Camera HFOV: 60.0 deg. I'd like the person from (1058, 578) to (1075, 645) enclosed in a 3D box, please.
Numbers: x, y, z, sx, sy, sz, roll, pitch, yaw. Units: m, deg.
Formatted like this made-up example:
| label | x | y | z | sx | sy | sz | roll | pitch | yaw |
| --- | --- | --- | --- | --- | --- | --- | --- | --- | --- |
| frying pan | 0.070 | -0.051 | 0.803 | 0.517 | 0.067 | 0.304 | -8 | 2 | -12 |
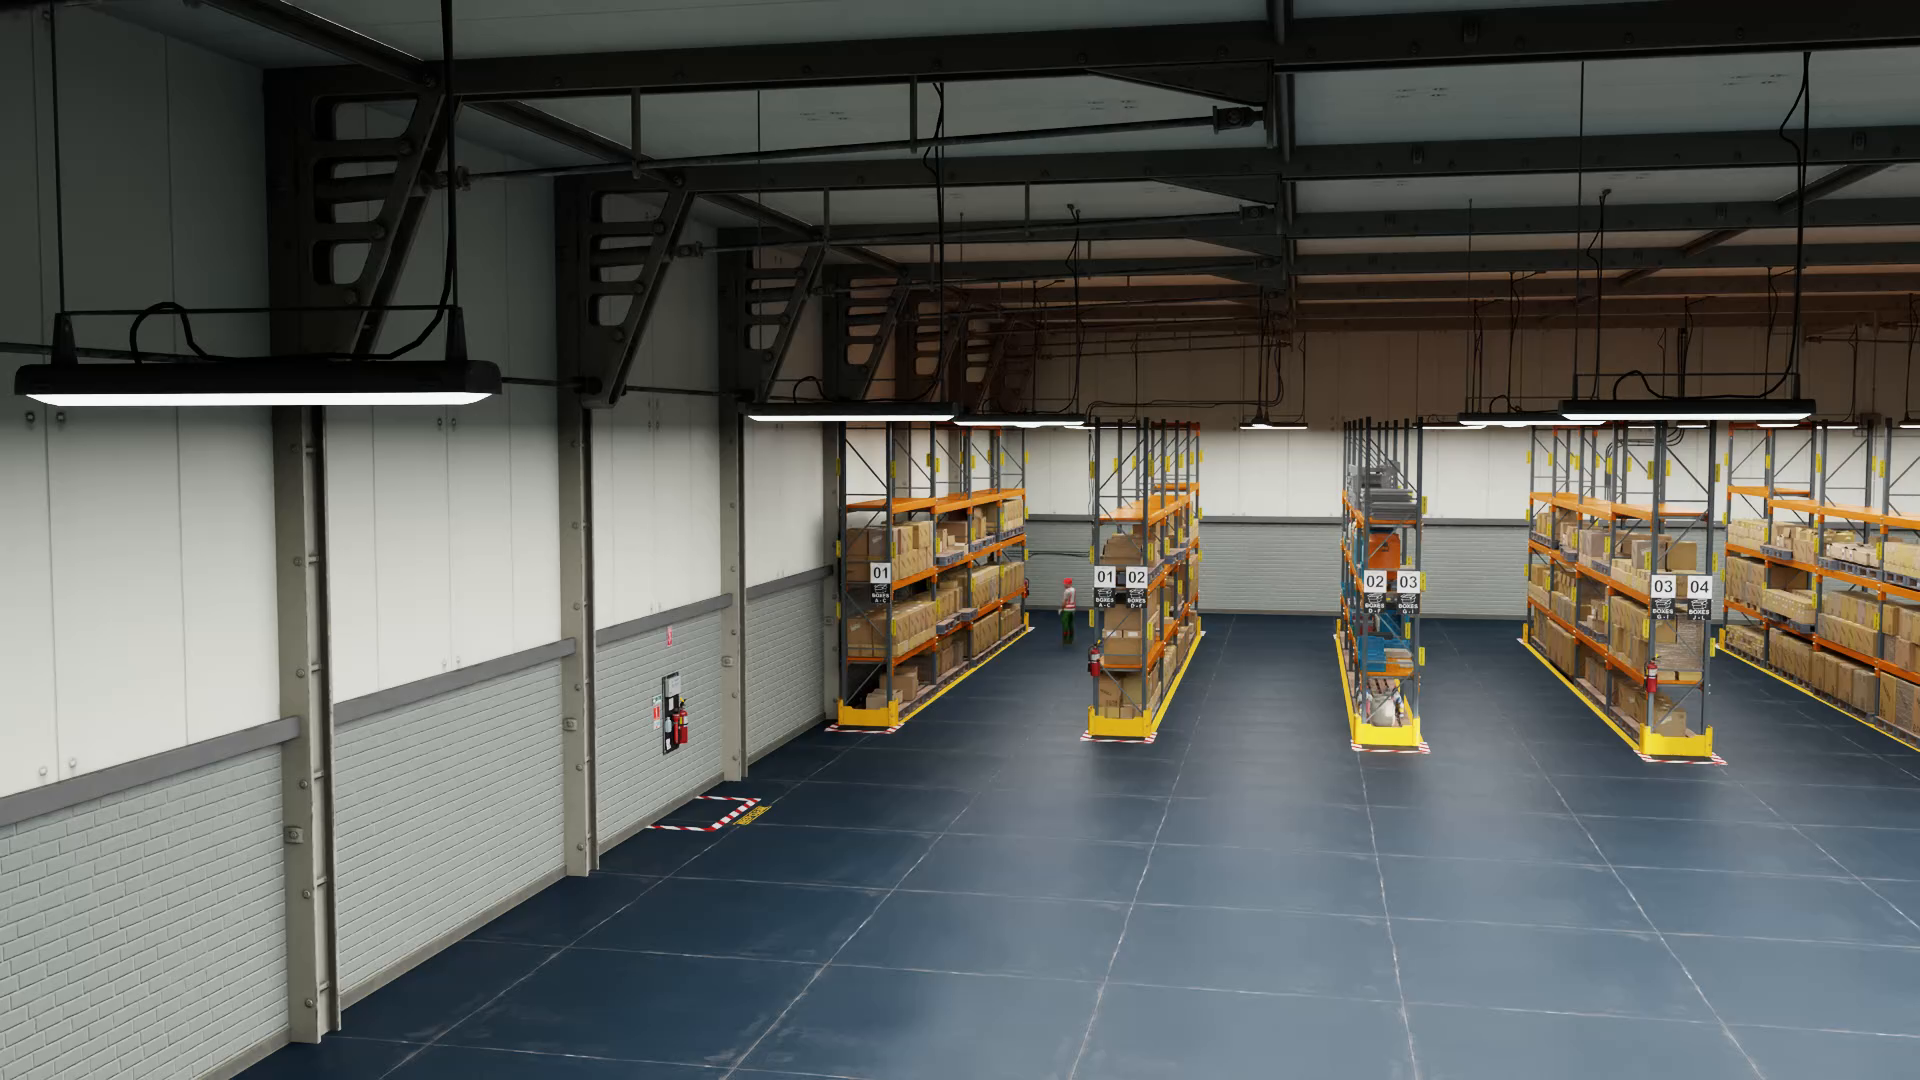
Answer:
| label | x | y | z | sx | sy | sz | roll | pitch | yaw |
| --- | --- | --- | --- | --- | --- | --- | --- | --- | --- |
| person | 2.859 | 1.918 | 44.757 | 0.428 | 1.802 | 0.583 | 2 | 4 | 30 |
